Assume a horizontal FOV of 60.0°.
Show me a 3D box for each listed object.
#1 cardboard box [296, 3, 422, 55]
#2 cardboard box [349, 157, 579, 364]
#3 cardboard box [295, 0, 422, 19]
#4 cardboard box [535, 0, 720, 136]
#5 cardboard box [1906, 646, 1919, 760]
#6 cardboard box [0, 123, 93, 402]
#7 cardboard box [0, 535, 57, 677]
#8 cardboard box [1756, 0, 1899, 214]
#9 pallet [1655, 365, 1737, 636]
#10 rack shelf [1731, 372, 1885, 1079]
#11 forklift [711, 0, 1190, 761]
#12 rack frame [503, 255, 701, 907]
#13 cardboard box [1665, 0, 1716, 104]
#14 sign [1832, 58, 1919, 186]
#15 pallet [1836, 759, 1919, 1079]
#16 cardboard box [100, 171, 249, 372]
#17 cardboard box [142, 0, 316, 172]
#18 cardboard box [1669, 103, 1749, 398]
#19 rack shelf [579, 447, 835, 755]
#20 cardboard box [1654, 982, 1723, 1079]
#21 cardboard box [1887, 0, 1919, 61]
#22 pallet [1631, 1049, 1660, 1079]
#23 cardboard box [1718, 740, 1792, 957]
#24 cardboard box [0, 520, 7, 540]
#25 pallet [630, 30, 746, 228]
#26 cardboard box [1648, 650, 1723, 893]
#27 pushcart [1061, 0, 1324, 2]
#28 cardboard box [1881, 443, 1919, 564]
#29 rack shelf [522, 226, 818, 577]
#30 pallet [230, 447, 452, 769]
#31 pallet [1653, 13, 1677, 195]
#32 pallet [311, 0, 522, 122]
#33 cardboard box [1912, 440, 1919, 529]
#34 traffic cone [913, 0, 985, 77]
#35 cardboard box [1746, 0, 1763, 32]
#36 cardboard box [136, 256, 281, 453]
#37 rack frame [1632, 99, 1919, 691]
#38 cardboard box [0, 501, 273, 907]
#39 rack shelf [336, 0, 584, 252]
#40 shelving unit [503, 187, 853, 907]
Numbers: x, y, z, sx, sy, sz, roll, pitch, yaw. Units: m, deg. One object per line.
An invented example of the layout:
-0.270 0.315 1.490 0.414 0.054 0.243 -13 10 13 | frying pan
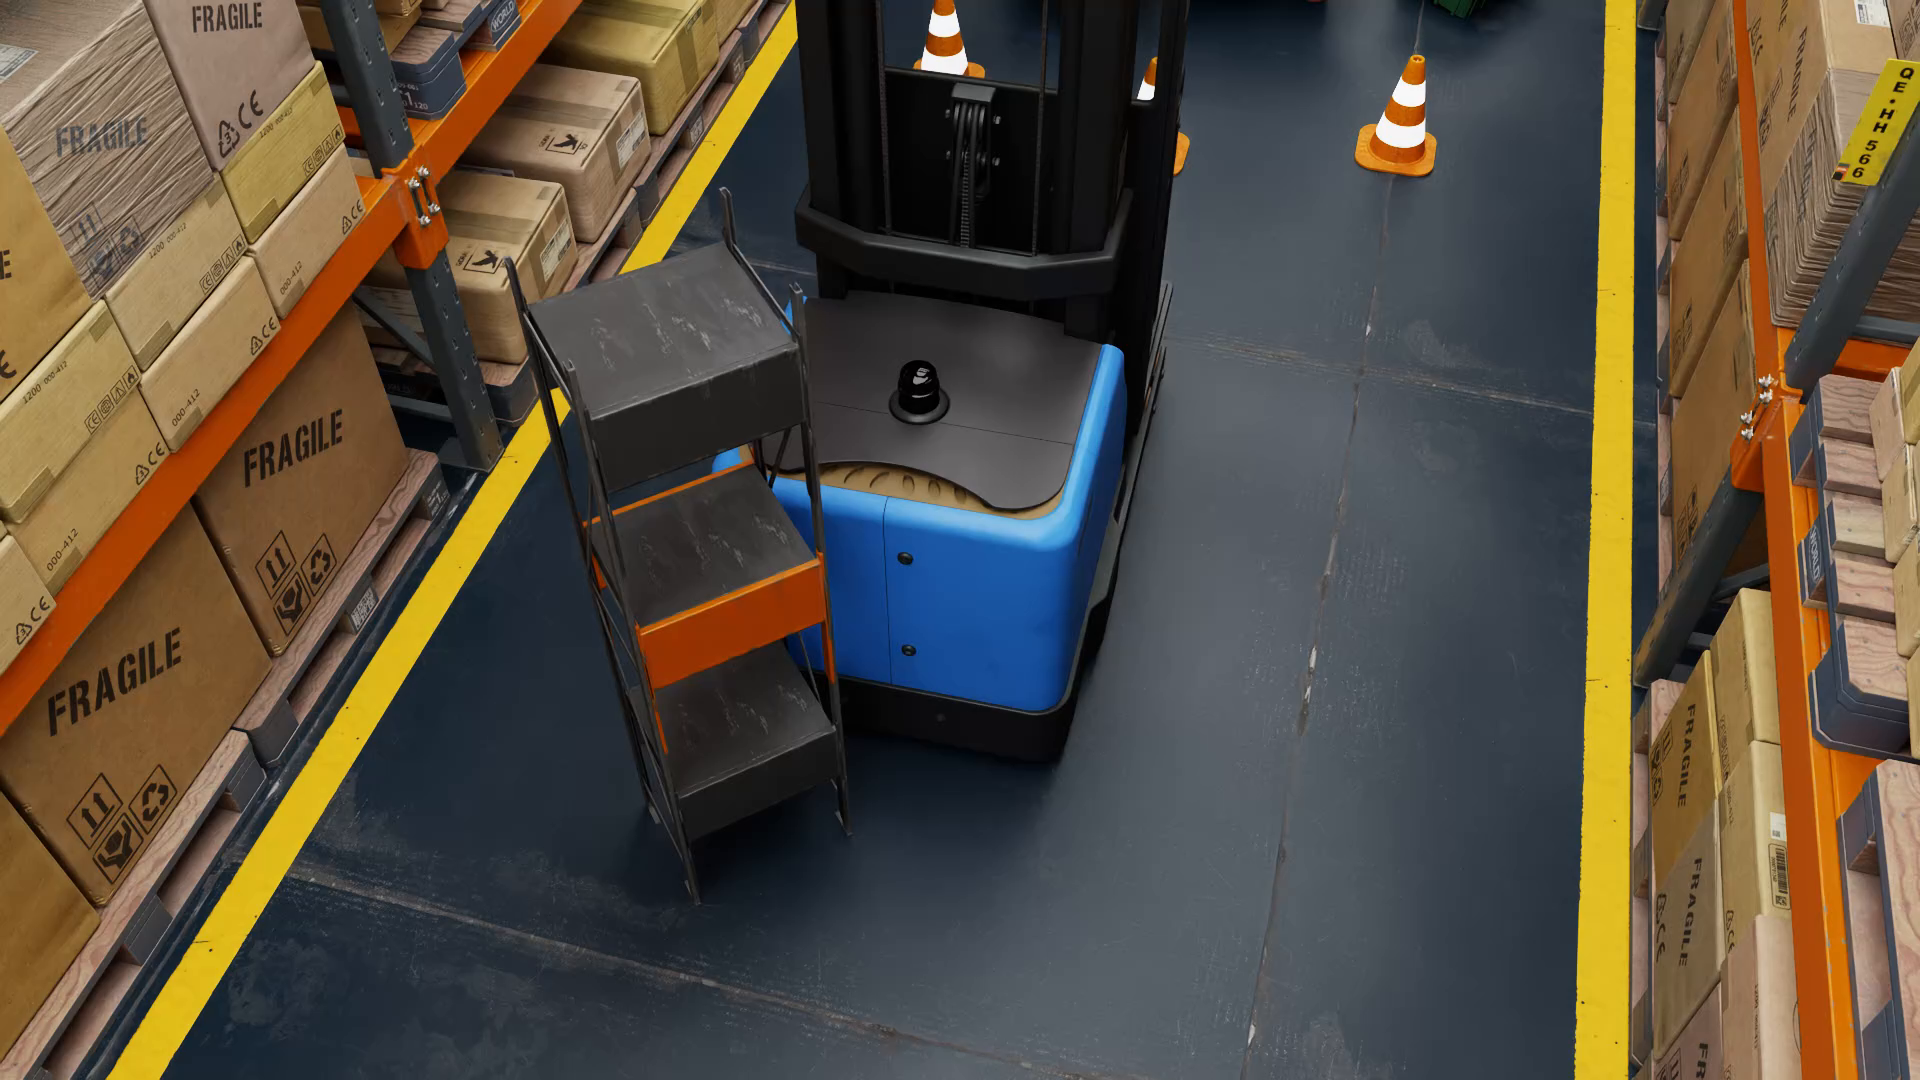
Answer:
-1.883 -1.623 5.069 0.380 0.149 0.250 9 49 8 | cardboard box
-1.990 -1.045 6.144 0.950 0.372 0.625 9 49 7 | cardboard box
-1.806 -1.919 4.898 0.500 0.500 0.500 10 49 9 | cardboard box
-1.598 -2.128 7.100 0.950 0.372 0.625 13 50 11 | cardboard box
2.131 0.348 3.330 0.380 0.149 0.250 14 50 12 | cardboard box
-2.296 -0.577 3.525 0.500 0.500 0.500 12 50 10 | cardboard box
-2.405 0.206 3.668 0.500 0.250 0.500 11 49 9 | cardboard box
2.646 -1.237 4.775 0.500 0.500 0.500 12 50 10 | cardboard box
2.934 -0.098 5.695 1.003 0.211 1.213 12 50 10 | pallet
2.128 1.220 3.153 1.077 0.370 4.000 12 50 10 | rack shelf
0.147 -1.429 5.056 1.130 2.935 3.031 10 49 9 | forklift
-0.852 0.233 4.144 0.015 2.100 0.400 -22 52 -18 | rack frame
3.630 -2.286 6.987 1.050 0.750 0.750 11 50 10 | cardboard box
2.118 -0.955 3.820 0.100 0.325 0.005 12 50 10 | sign
2.173 1.038 2.961 1.003 0.211 1.213 12 50 10 | pallet
-2.162 -0.713 4.145 0.500 0.250 0.500 10 49 9 | cardboard box
-2.032 -1.307 4.169 0.500 0.500 0.500 10 49 9 | cardboard box
3.128 -0.915 5.778 1.050 0.750 0.750 12 50 11 | cardboard box
-0.638 0.154 4.231 0.480 0.518 0.431 -22 52 -18 | rack shelf
1.962 1.421 3.882 0.500 0.500 0.500 10 49 9 | cardboard box
2.914 -1.518 4.355 0.700 0.500 0.500 11 49 9 | cardboard box
2.124 1.902 3.930 1.003 0.211 1.213 12 50 10 | pallet
2.106 0.793 3.937 0.500 0.250 0.500 11 49 10 | cardboard box
-2.413 0.037 3.483 0.500 0.250 0.500 10 49 9 | cardboard box
-1.618 -1.891 7.278 1.003 0.211 1.213 12 50 10 | pallet
2.222 0.684 4.532 0.500 0.500 0.500 10 49 8 | cardboard box
1.118 -2.981 8.129 1.648 0.377 0.936 -4 49 -3 | pushcart
2.271 -0.043 3.675 0.380 0.149 0.250 14 50 12 | cardboard box
-0.638 -0.309 3.707 0.480 0.518 0.431 -22 52 -18 | rack shelf
-2.428 0.109 5.513 1.003 0.211 1.213 12 50 10 | pallet
3.577 -1.863 7.253 1.003 0.211 1.213 12 50 10 | pallet
-2.063 -1.842 5.503 1.213 0.211 1.003 12 50 10 | pallet
2.264 -0.113 3.538 0.380 0.149 0.250 14 50 12 | cardboard box
-0.071 -2.249 7.427 0.336 0.463 0.334 12 50 10 | traffic cone
2.909 -1.971 5.422 0.500 0.500 0.500 12 50 11 | cardboard box
-2.150 -0.530 4.317 0.500 0.250 0.500 12 50 11 | cardboard box
2.654 -0.465 4.160 1.000 3.000 0.127 12 50 10 | rack frame
-2.649 0.323 4.601 0.875 0.875 0.875 12 50 10 | cardboard box
-1.621 -2.577 6.504 1.077 0.370 4.000 12 50 10 | rack shelf
-0.638 0.145 4.221 0.503 2.100 0.431 -22 52 -18 | shelving unit
